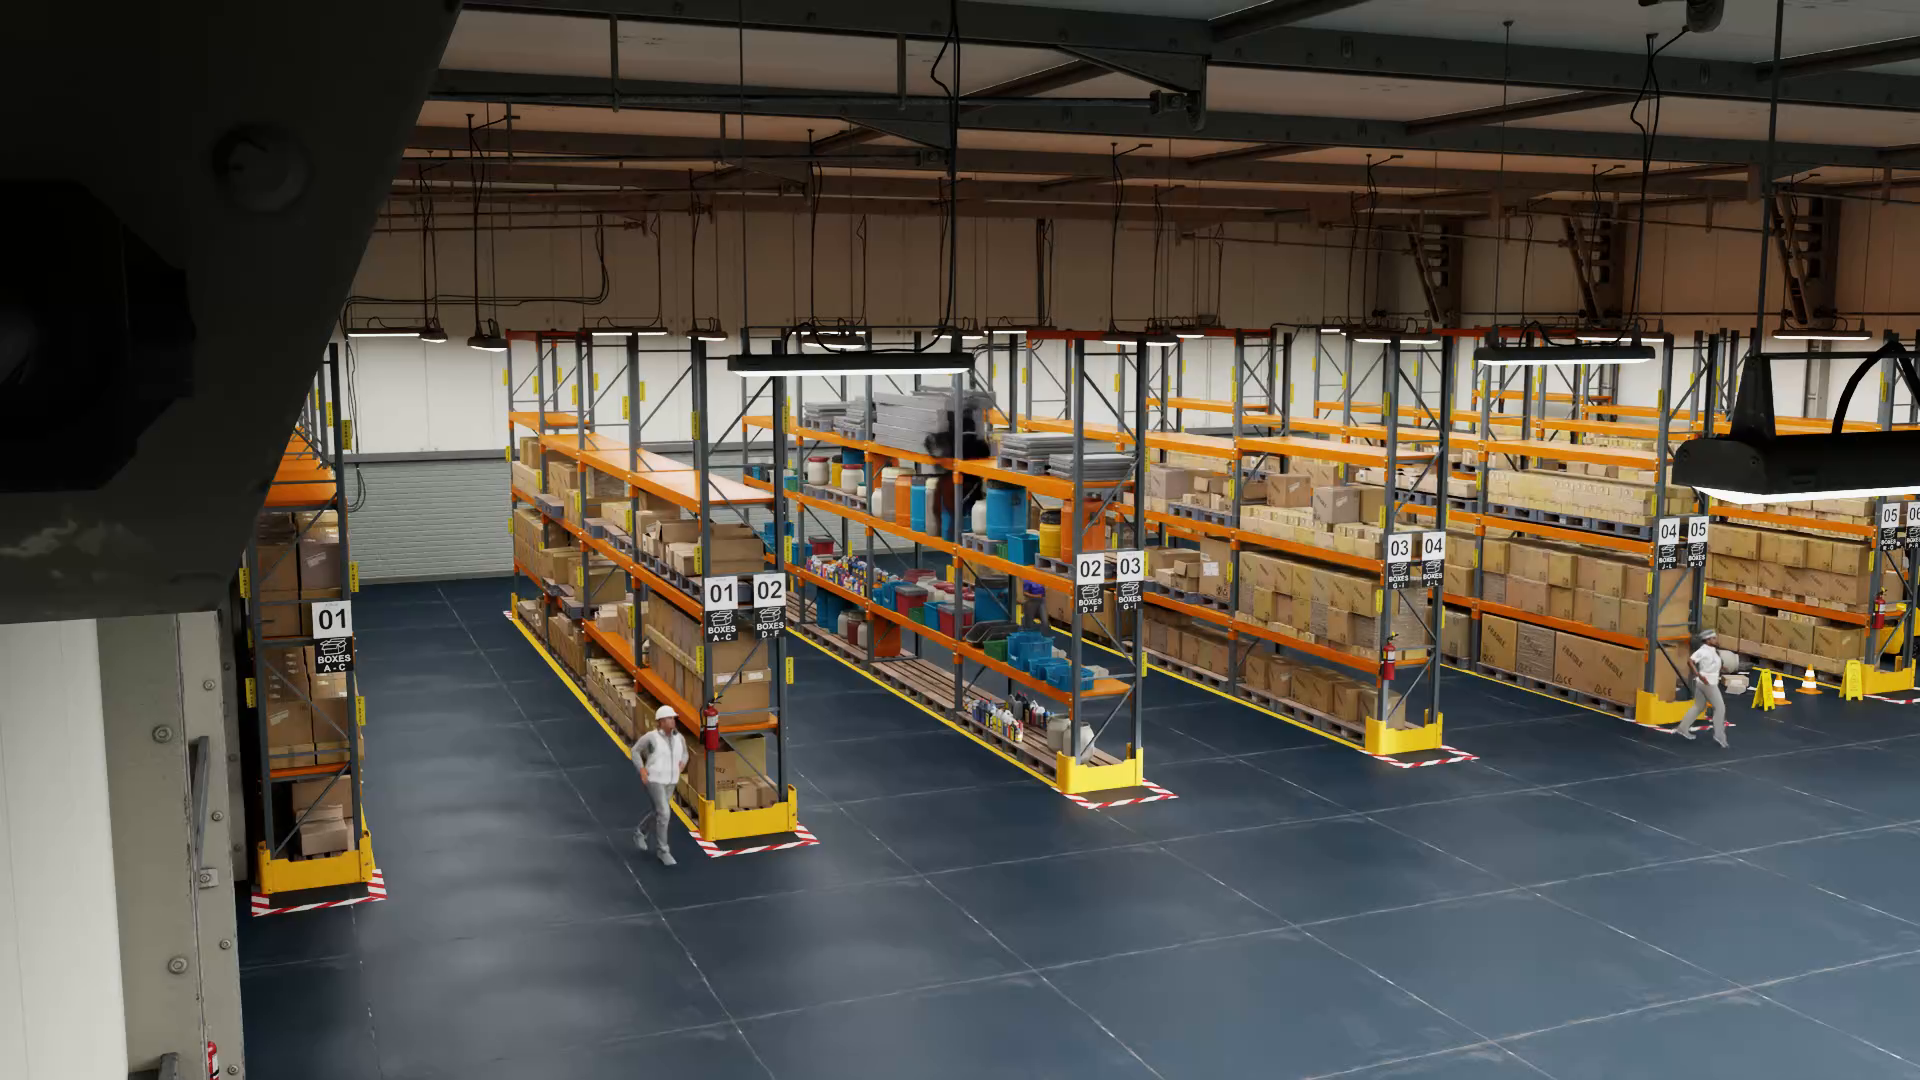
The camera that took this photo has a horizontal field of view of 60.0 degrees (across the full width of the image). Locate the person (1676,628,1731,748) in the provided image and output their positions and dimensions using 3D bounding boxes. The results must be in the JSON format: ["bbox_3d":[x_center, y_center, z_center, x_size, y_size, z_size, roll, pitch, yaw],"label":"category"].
[{"bbox_3d":[11.029,2.170,24.584,0.753,1.764,0.621,3,8,20],"label":"person"}]

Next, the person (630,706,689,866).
[{"bbox_3d":[-3.470,2.827,19.476,0.810,1.790,0.646,6,10,37],"label":"person"}]

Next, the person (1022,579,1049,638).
[{"bbox_3d":[1.355,1.239,29.970,0.576,1.721,0.722,-4,9,-27],"label":"person"}]
